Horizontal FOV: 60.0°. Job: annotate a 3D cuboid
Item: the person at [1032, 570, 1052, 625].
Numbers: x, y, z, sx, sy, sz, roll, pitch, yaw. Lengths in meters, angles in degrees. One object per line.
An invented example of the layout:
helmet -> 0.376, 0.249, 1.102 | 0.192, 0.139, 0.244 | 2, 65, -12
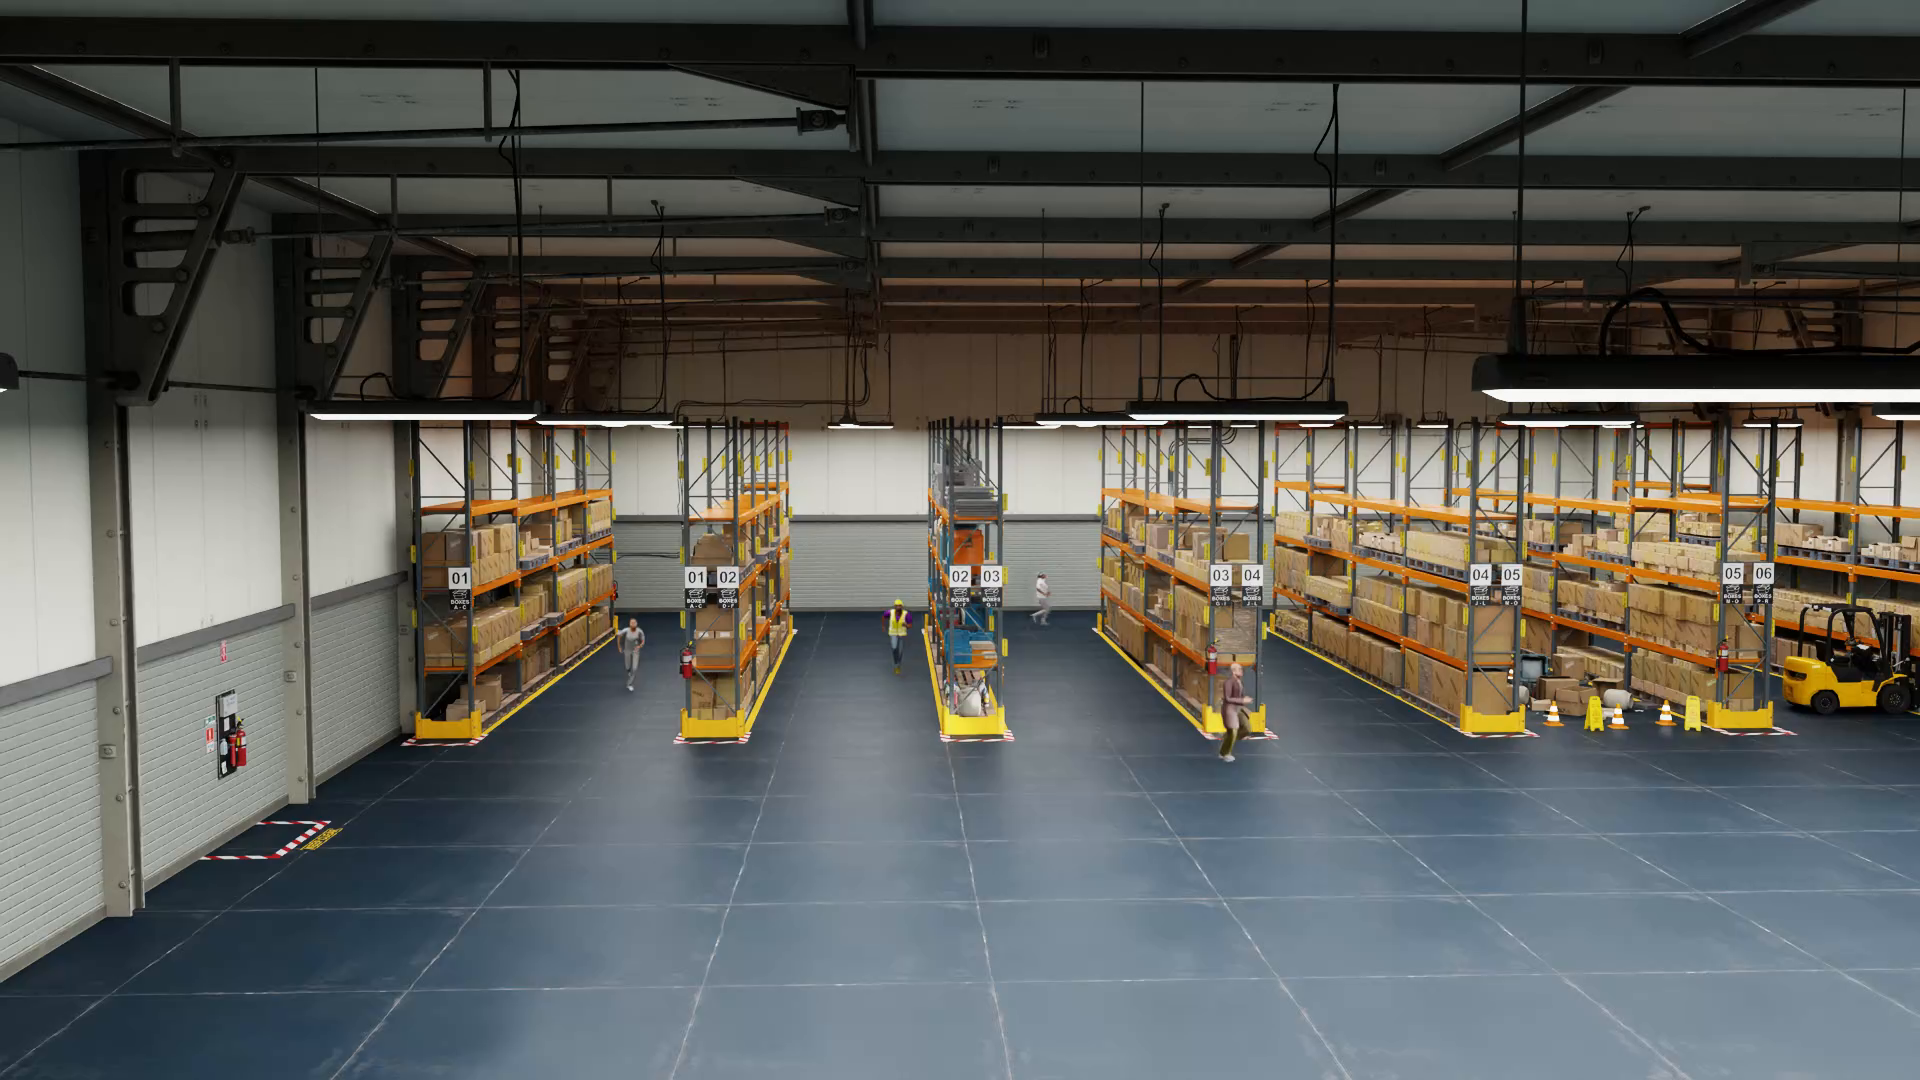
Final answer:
person -> 2.411, 1.695, 49.072 | 0.584, 1.647, 0.573 | 0, 4, 4

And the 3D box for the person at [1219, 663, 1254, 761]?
person -> 4.777, 2.978, 28.747 | 0.723, 1.728, 0.761 | 3, 5, 36

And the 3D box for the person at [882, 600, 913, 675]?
person -> -1.479, 2.286, 39.326 | 0.729, 1.785, 0.836 | 0, 4, -3

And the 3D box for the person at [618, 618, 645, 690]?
person -> -7.298, 2.523, 36.946 | 0.599, 1.620, 0.662 | -1, 4, -12
